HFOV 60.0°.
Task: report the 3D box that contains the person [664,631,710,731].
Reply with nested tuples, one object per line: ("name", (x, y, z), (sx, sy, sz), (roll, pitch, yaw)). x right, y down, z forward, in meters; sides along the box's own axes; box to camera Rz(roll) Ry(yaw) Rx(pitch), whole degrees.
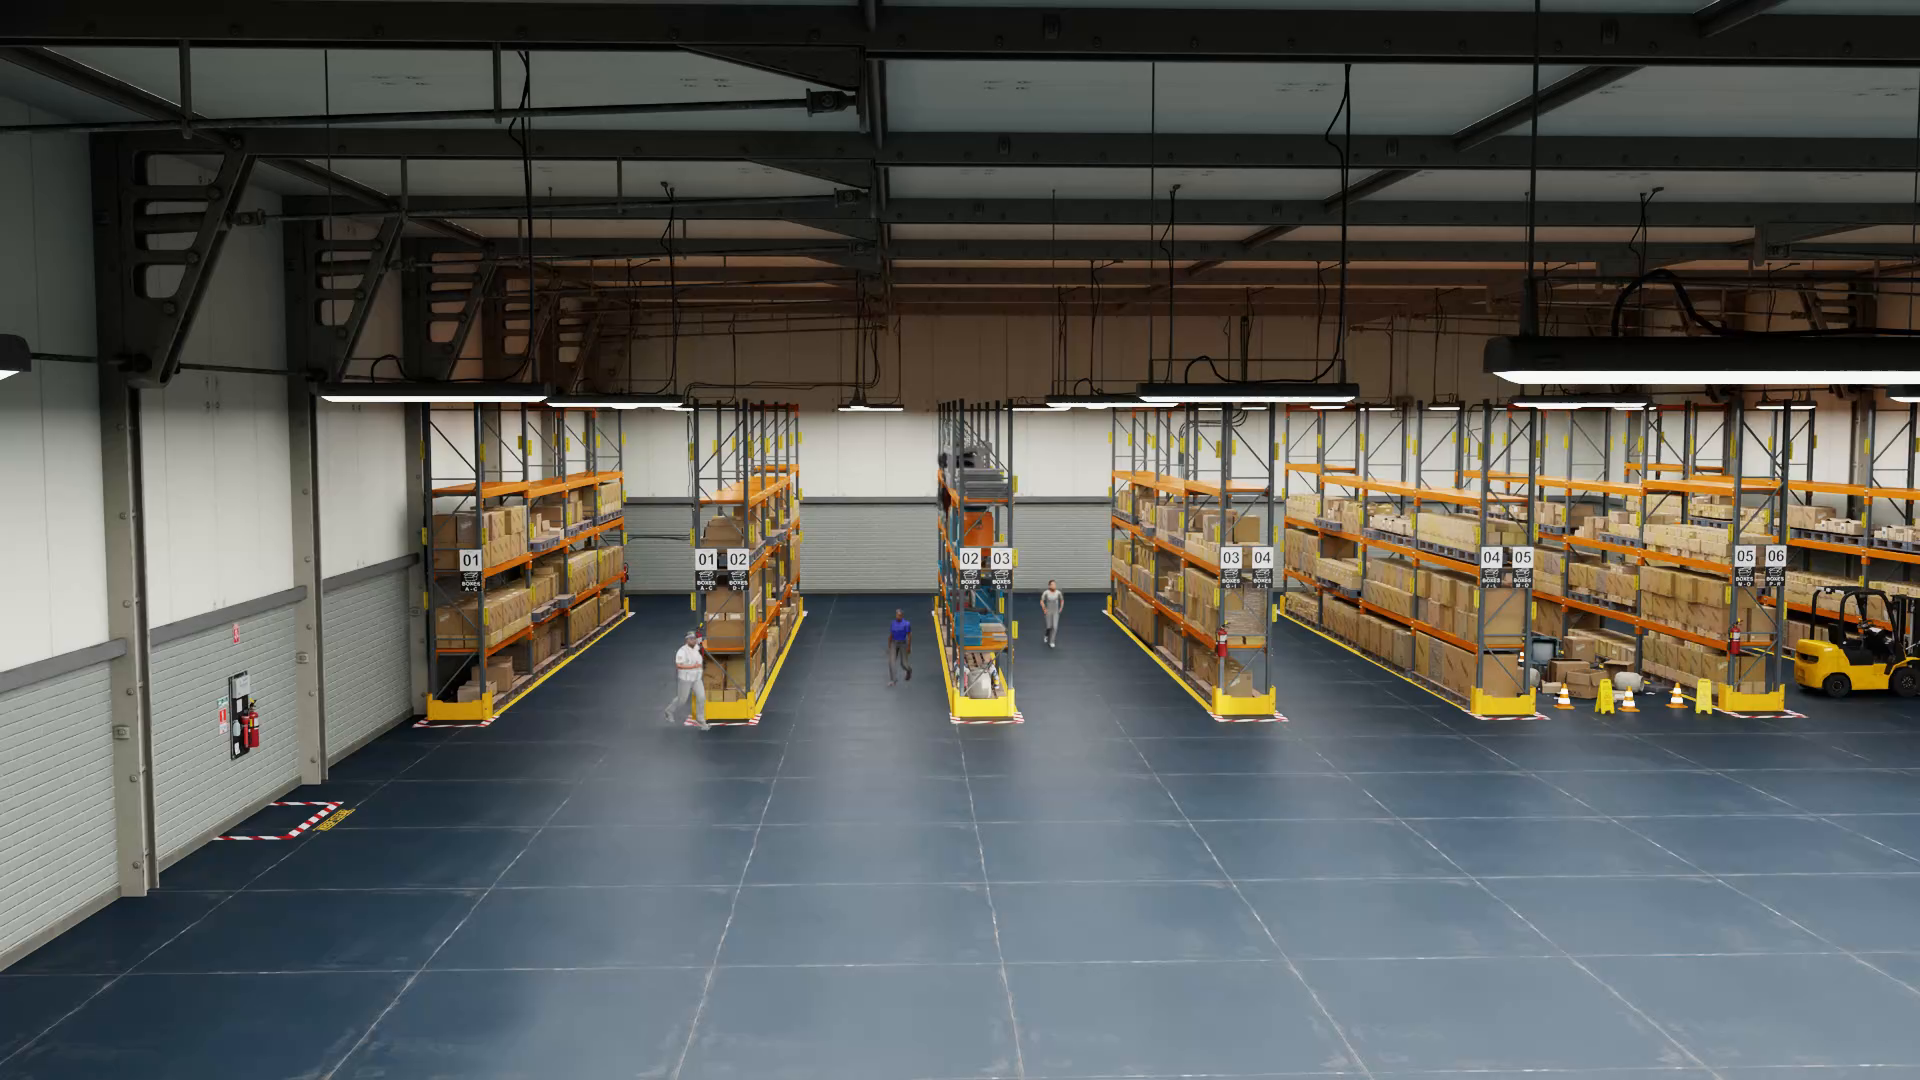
("person", (-4.949, 2.539, 30.283), (0.966, 1.824, 0.670), (4, 6, 40))

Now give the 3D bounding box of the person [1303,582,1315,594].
("person", (10.467, 1.146, 49.352), (0.598, 1.685, 0.664), (-1, 5, -16))

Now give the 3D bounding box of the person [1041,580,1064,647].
("person", (2.283, 1.799, 41.023), (0.581, 1.643, 0.563), (-1, 4, -8))

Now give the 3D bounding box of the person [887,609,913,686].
("person", (-1.261, 2.233, 35.024), (0.536, 1.617, 0.695), (2, 5, 22))
